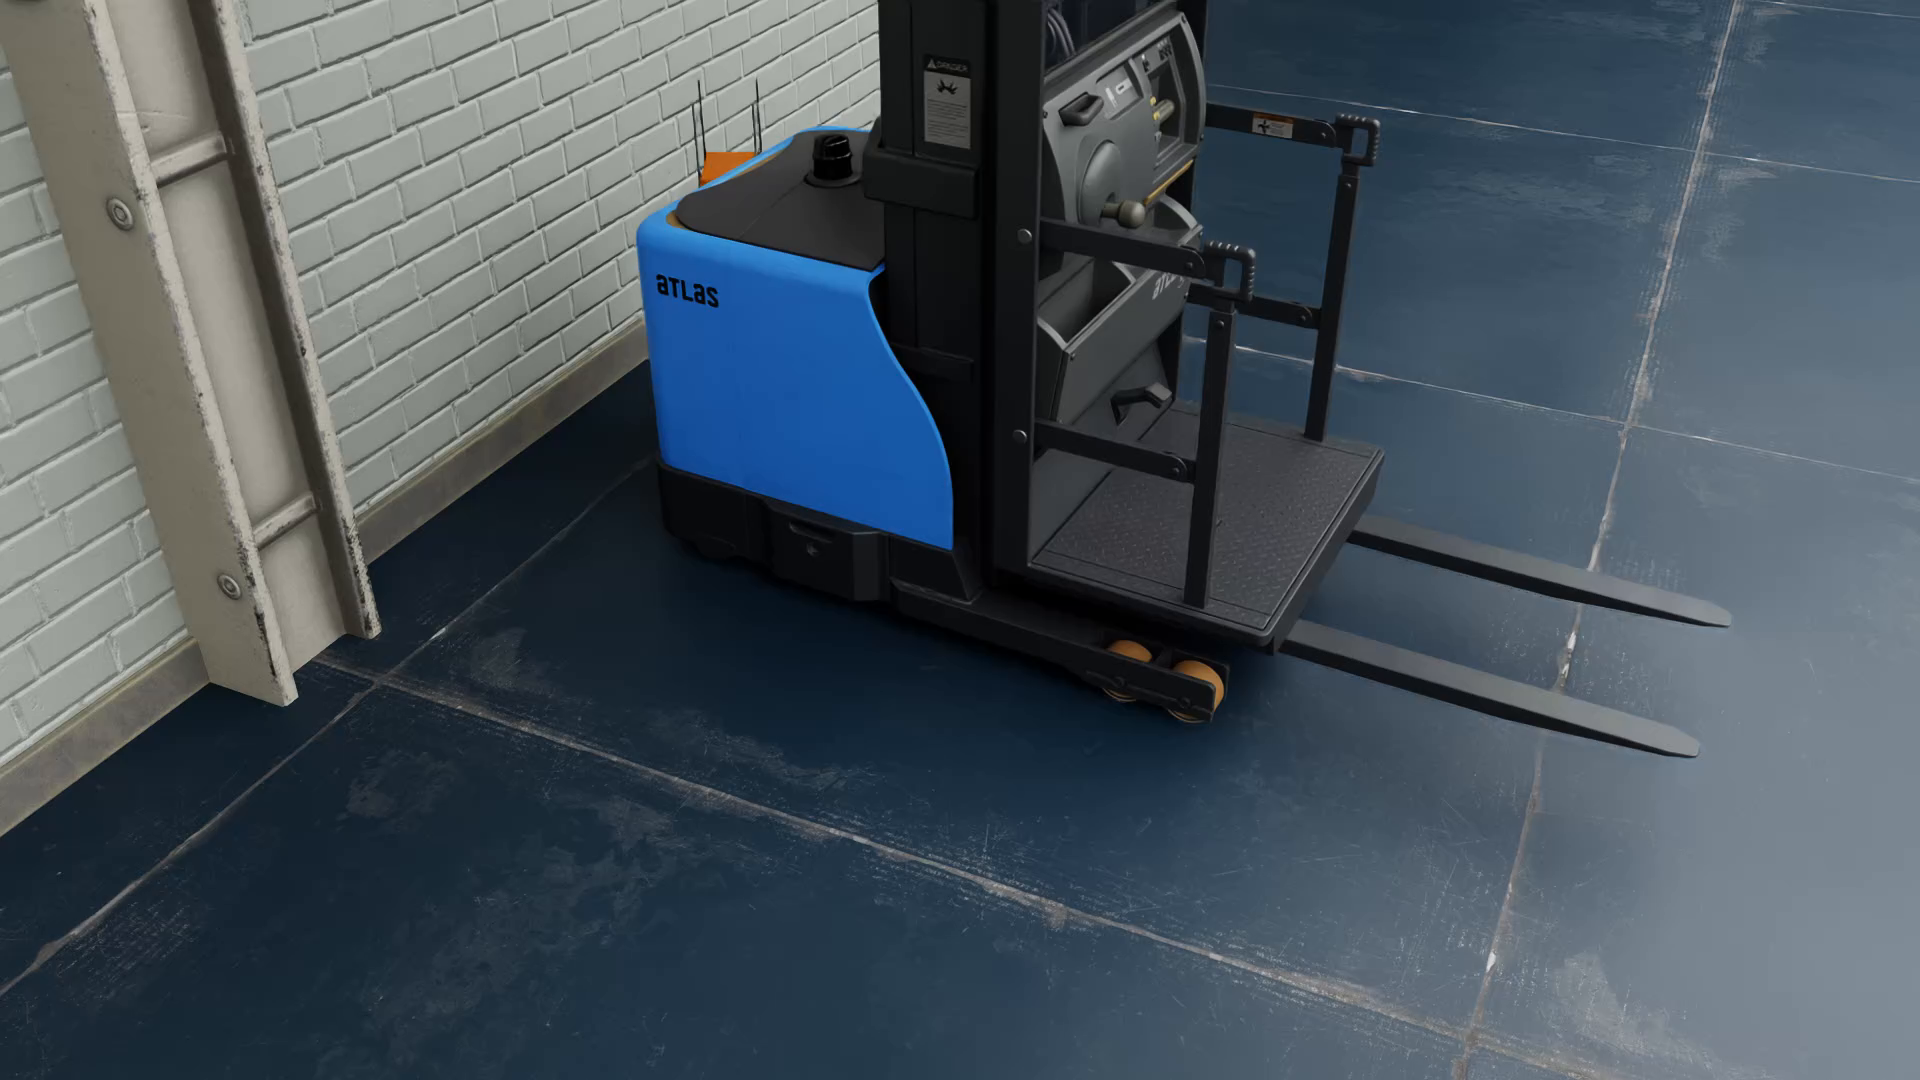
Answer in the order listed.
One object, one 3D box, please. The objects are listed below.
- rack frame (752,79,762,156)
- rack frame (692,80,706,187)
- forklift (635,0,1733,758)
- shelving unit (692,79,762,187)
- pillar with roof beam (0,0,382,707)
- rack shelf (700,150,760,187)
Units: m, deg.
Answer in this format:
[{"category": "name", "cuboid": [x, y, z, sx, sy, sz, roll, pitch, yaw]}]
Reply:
[{"category": "rack frame", "cuboid": [-0.643, -0.904, 5.534, 0.006, 1.200, 0.240, -2, 33, -2]}, {"category": "rack frame", "cuboid": [-0.826, -0.899, 5.526, 0.006, 1.200, 0.240, -2, 33, -2]}, {"category": "forklift", "cuboid": [0.615, -1.065, 4.202, 3.031, 2.935, 1.130, 16, 37, 23]}, {"category": "shelving unit", "cuboid": [-0.735, -0.901, 5.530, 0.189, 1.200, 0.258, -2, 33, -2]}, {"category": "pillar with roof beam", "cuboid": [2.005, -2.452, 0.783, 9.100, 9.000, 0.400, 14, 36, 20]}, {"category": "rack shelf", "cuboid": [-0.735, -1.165, 5.357, 0.180, 0.103, 0.258, -2, 33, -2]}]
